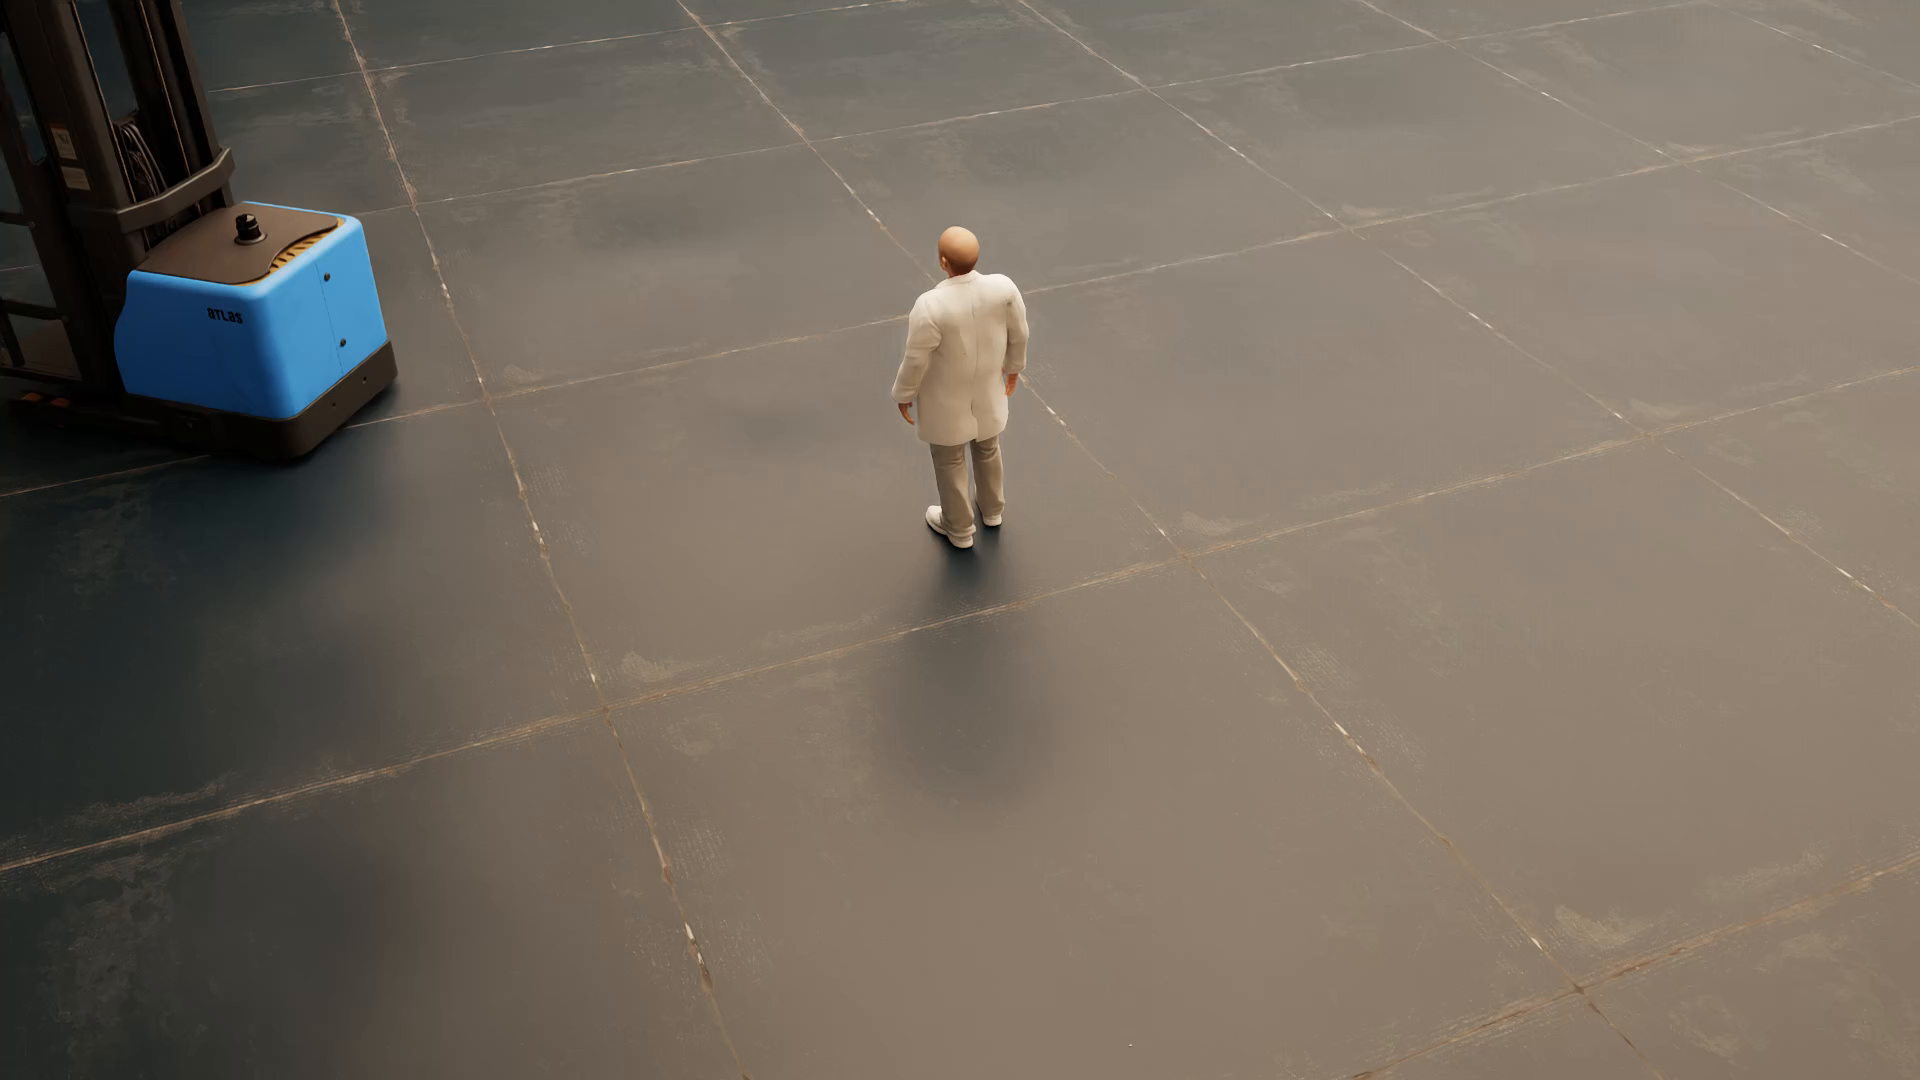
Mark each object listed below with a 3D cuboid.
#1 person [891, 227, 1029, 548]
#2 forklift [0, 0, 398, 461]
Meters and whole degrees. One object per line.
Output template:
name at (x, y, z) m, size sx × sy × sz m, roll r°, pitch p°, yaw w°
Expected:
person at (-0.032, -0.780, 8.178) m, size 0.696 × 1.777 × 0.578 m, roll -14°, pitch 38°, yaw -19°
forklift at (-4.916, -2.121, 9.081) m, size 3.031 × 2.935 × 1.130 m, roll 10°, pitch 37°, yaw 14°
